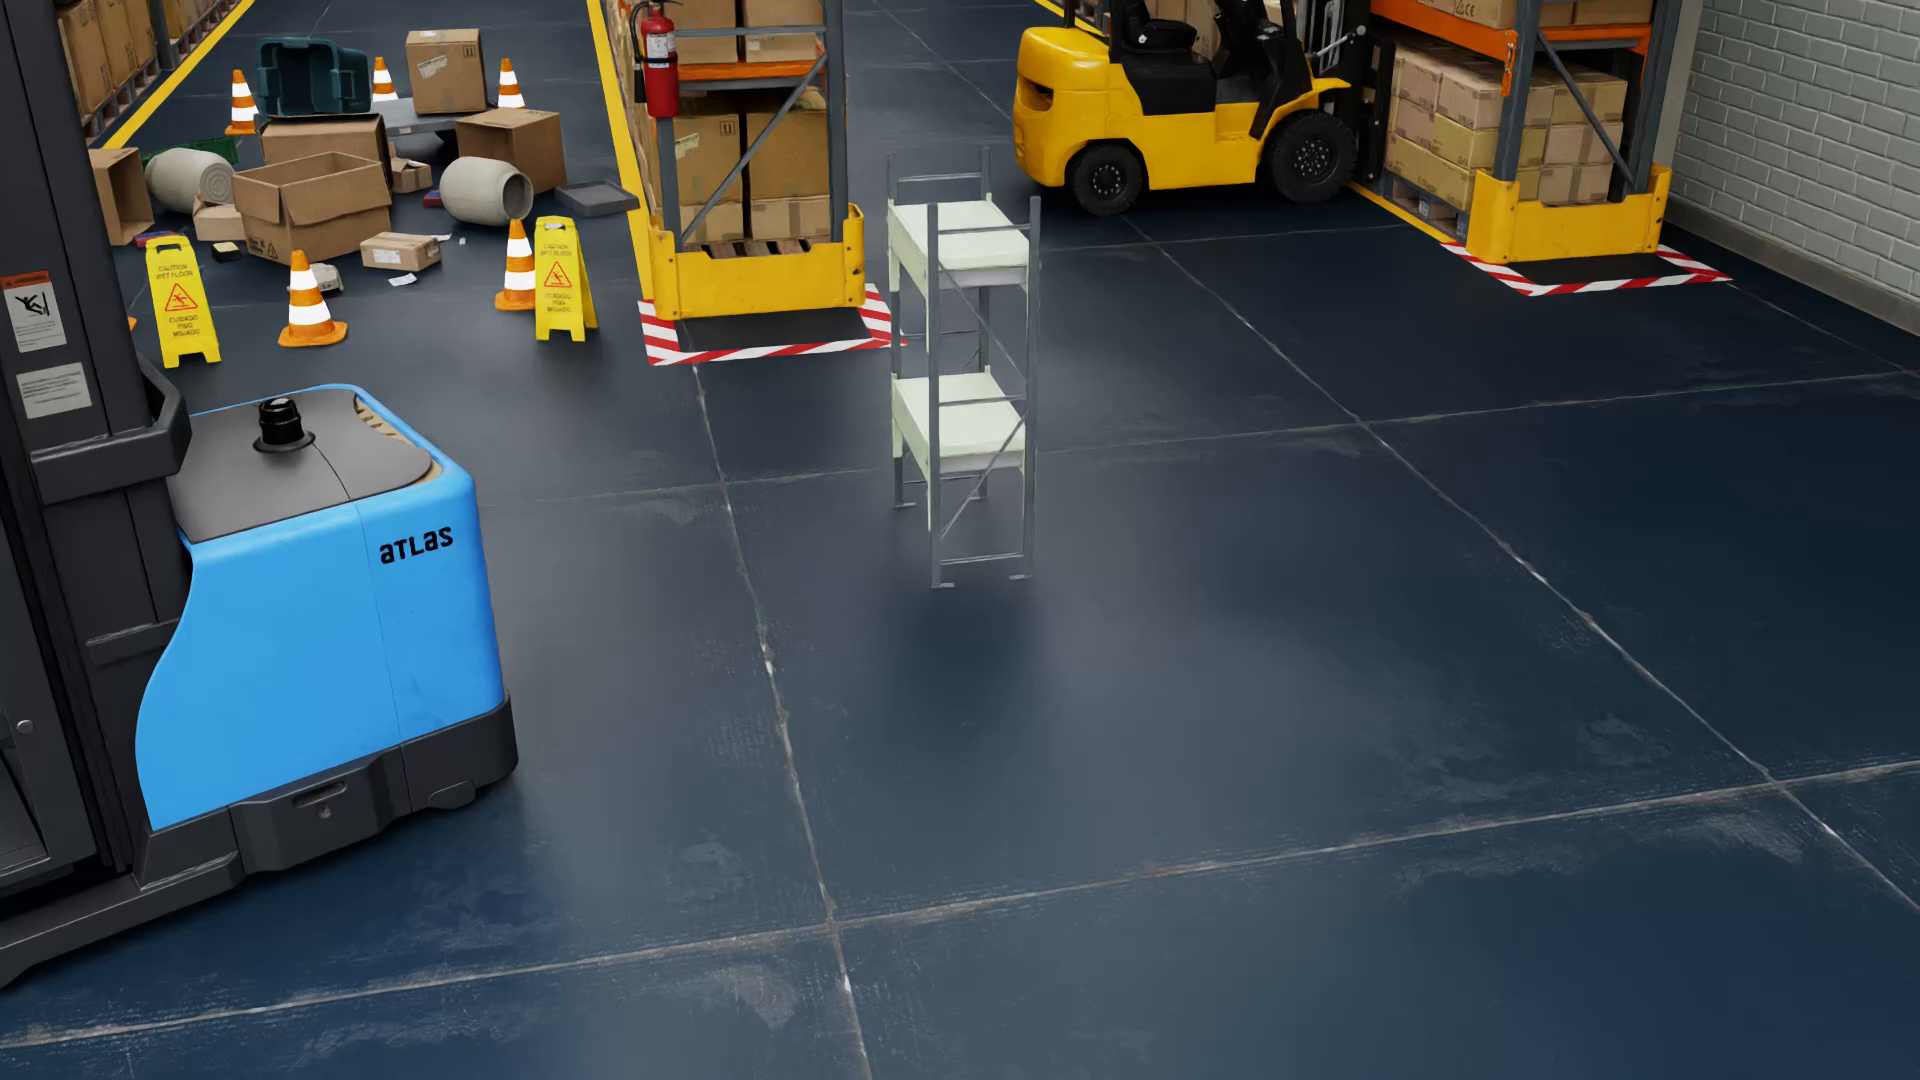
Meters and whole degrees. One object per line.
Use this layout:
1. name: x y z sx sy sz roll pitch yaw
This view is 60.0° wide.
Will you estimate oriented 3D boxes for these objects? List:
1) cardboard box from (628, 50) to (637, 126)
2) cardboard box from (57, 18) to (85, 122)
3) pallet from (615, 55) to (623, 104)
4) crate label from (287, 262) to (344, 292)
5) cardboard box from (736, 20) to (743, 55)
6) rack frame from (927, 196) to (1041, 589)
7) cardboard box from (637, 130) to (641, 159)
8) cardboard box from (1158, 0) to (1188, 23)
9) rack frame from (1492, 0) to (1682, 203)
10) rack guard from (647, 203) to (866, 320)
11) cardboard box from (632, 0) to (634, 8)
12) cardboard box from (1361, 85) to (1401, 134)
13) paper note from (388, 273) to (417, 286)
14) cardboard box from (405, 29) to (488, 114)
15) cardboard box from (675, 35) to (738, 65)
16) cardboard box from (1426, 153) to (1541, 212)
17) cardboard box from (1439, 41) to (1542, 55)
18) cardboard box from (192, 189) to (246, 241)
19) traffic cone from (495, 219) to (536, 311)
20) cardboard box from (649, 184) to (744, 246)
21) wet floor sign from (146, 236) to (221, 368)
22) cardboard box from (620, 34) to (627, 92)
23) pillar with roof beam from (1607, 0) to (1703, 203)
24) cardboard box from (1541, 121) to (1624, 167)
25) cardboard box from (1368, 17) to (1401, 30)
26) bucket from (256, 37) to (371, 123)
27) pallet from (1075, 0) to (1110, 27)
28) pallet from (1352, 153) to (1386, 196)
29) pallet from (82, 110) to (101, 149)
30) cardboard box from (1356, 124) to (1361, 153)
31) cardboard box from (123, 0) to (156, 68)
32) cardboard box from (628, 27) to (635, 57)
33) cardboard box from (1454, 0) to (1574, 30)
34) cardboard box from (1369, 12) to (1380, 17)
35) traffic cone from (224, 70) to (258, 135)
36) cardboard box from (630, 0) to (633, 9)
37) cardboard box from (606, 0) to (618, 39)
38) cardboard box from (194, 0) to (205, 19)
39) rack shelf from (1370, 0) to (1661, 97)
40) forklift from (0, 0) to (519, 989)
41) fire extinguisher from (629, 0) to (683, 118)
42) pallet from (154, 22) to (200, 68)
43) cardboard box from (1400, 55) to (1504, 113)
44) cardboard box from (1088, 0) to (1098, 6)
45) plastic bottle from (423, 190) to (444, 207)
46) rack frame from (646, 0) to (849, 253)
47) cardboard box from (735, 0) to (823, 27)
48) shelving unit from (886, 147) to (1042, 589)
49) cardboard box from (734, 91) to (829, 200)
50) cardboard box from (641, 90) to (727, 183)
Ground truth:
1. cardboard box: -2.012 -3.173 11.460 0.500 0.500 0.500 -5 27 -10
2. cardboard box: -7.041 -3.298 11.985 1.050 0.750 0.750 -6 27 -12
3. pallet: -2.469 -4.031 14.503 1.003 0.211 1.213 -6 27 -12
4. crate label: -3.709 -1.499 9.567 0.250 0.136 0.298 -23 35 -38
5. cardboard box: -1.058 -2.809 9.266 0.380 0.149 0.250 -6 27 -11
6. rack frame: 0.084 -0.506 6.088 0.400 1.500 0.023 -6 27 -12
7. cardboard box: -1.891 -2.606 11.169 0.500 0.250 0.500 -6 27 -12
8. cardboard box: 2.354 -4.930 15.358 0.875 0.625 0.625 -7 28 -14
9. rack frame: 3.723 -3.148 9.657 1.000 3.000 0.127 -6 27 -12
10. rack guard: -1.130 -1.559 9.285 1.175 0.500 0.348 -6 27 -12
11. cardboard box: -1.611 -3.250 9.419 0.500 0.500 0.500 -6 27 -11
12. cardboard box: 3.069 -2.959 11.313 0.500 0.250 0.500 -7 28 -13
13. paper note: -3.265 -1.529 9.746 0.148 0.019 0.142 -16 31 -29
14. cardboard box: -3.741 -3.426 12.143 0.500 0.500 0.500 -6 27 -12
15. cardboard box: -1.405 -2.672 8.994 0.380 0.149 0.250 -5 27 -10
16. cardboard box: 3.309 -2.282 10.527 0.500 0.250 0.500 -6 27 -11
17. cardboard box: 3.580 -3.224 11.284 0.500 0.250 0.500 -6 27 -12
18. cardboard box: -4.632 -2.063 10.542 0.396 0.266 0.258 -1 27 -3
19. traffic cone: -2.466 -1.567 9.342 0.336 0.463 0.334 -6 27 -12
20. cardboard box: -1.562 -1.940 9.850 0.500 0.250 0.500 -6 27 -12
21. wet floor sign: -3.977 -1.232 8.475 0.267 0.644 0.232 -11 29 -20
22. cardboard box: -2.300 -3.958 13.712 0.950 0.372 0.625 -4 27 -8
23. pillar with roof beam: 0.250 -5.786 8.226 9.100 9.000 0.400 -6 27 -12
24. cardboard box: 3.819 -2.558 10.520 0.500 0.250 0.500 -5 27 -11
25. cardboard box: 2.853 -3.623 12.075 0.500 0.250 0.500 -5 27 -10
26. bucket: -4.537 -3.243 11.791 0.726 0.611 0.620 3 17 6
27. pallet: 1.788 -5.746 17.901 1.003 0.211 1.213 -6 27 -12
28. pallet: 3.238 -2.769 12.001 1.003 0.211 1.213 -6 27 -12
29. pallet: -7.061 -2.937 12.335 1.003 0.211 1.213 -6 27 -12
30. cardboard box: 2.963 -2.947 11.846 0.500 0.250 0.500 -5 27 -10
31. cardboard box: -7.666 -4.514 14.394 1.050 0.750 0.750 -6 27 -12
32. cardboard box: -1.993 -3.292 10.976 0.380 0.149 0.250 -4 27 -9
33. cardboard box: 3.356 -3.382 10.010 0.500 0.500 0.500 -7 28 -13
34. cardboard box: 3.250 -3.893 12.609 0.500 0.250 0.500 -6 27 -12
35. traffic cone: -5.645 -3.461 13.093 0.336 0.463 0.334 -6 27 -12
36. cardboard box: -1.892 -3.445 10.525 0.380 0.149 0.250 -6 27 -12
37. cardboard box: -2.798 -4.919 15.618 0.950 0.372 0.625 -8 28 -15
38. cardboard box: -7.863 -5.460 16.547 0.500 0.500 0.500 -7 28 -13
39. rack shelf: 3.272 -3.705 11.559 1.077 0.370 4.000 -6 27 -12
40. forklift: -2.854 -0.297 4.086 3.031 2.935 1.130 -20 33 -33
41. fire extinguisher: -1.536 -2.510 8.481 0.296 0.674 0.183 -6 27 -12
42. pallet: -7.890 -4.705 15.838 1.003 0.211 1.213 -6 27 -12
43. cardboard box: 3.194 -2.948 10.738 0.500 0.250 0.500 -5 27 -11
44. cardboard box: 1.615 -5.895 17.409 0.500 0.500 0.500 -5 27 -10
45. plastic bottle: -3.550 -2.329 11.297 0.133 0.061 0.283 -1 27 -3
46. rack frame: -1.112 -2.642 8.656 1.000 3.000 0.127 -6 27 -12
47. cardboard box: -0.949 -3.056 9.034 0.500 0.500 0.500 -6 27 -12
48. shelving unit: 0.002 -0.667 6.406 0.431 1.500 0.755 -6 27 -12
49. cardboard box: -1.031 -2.329 9.789 0.500 0.500 0.500 -7 28 -13
50. cardboard box: -1.668 -2.491 10.109 0.500 0.500 0.500 -5 27 -10
